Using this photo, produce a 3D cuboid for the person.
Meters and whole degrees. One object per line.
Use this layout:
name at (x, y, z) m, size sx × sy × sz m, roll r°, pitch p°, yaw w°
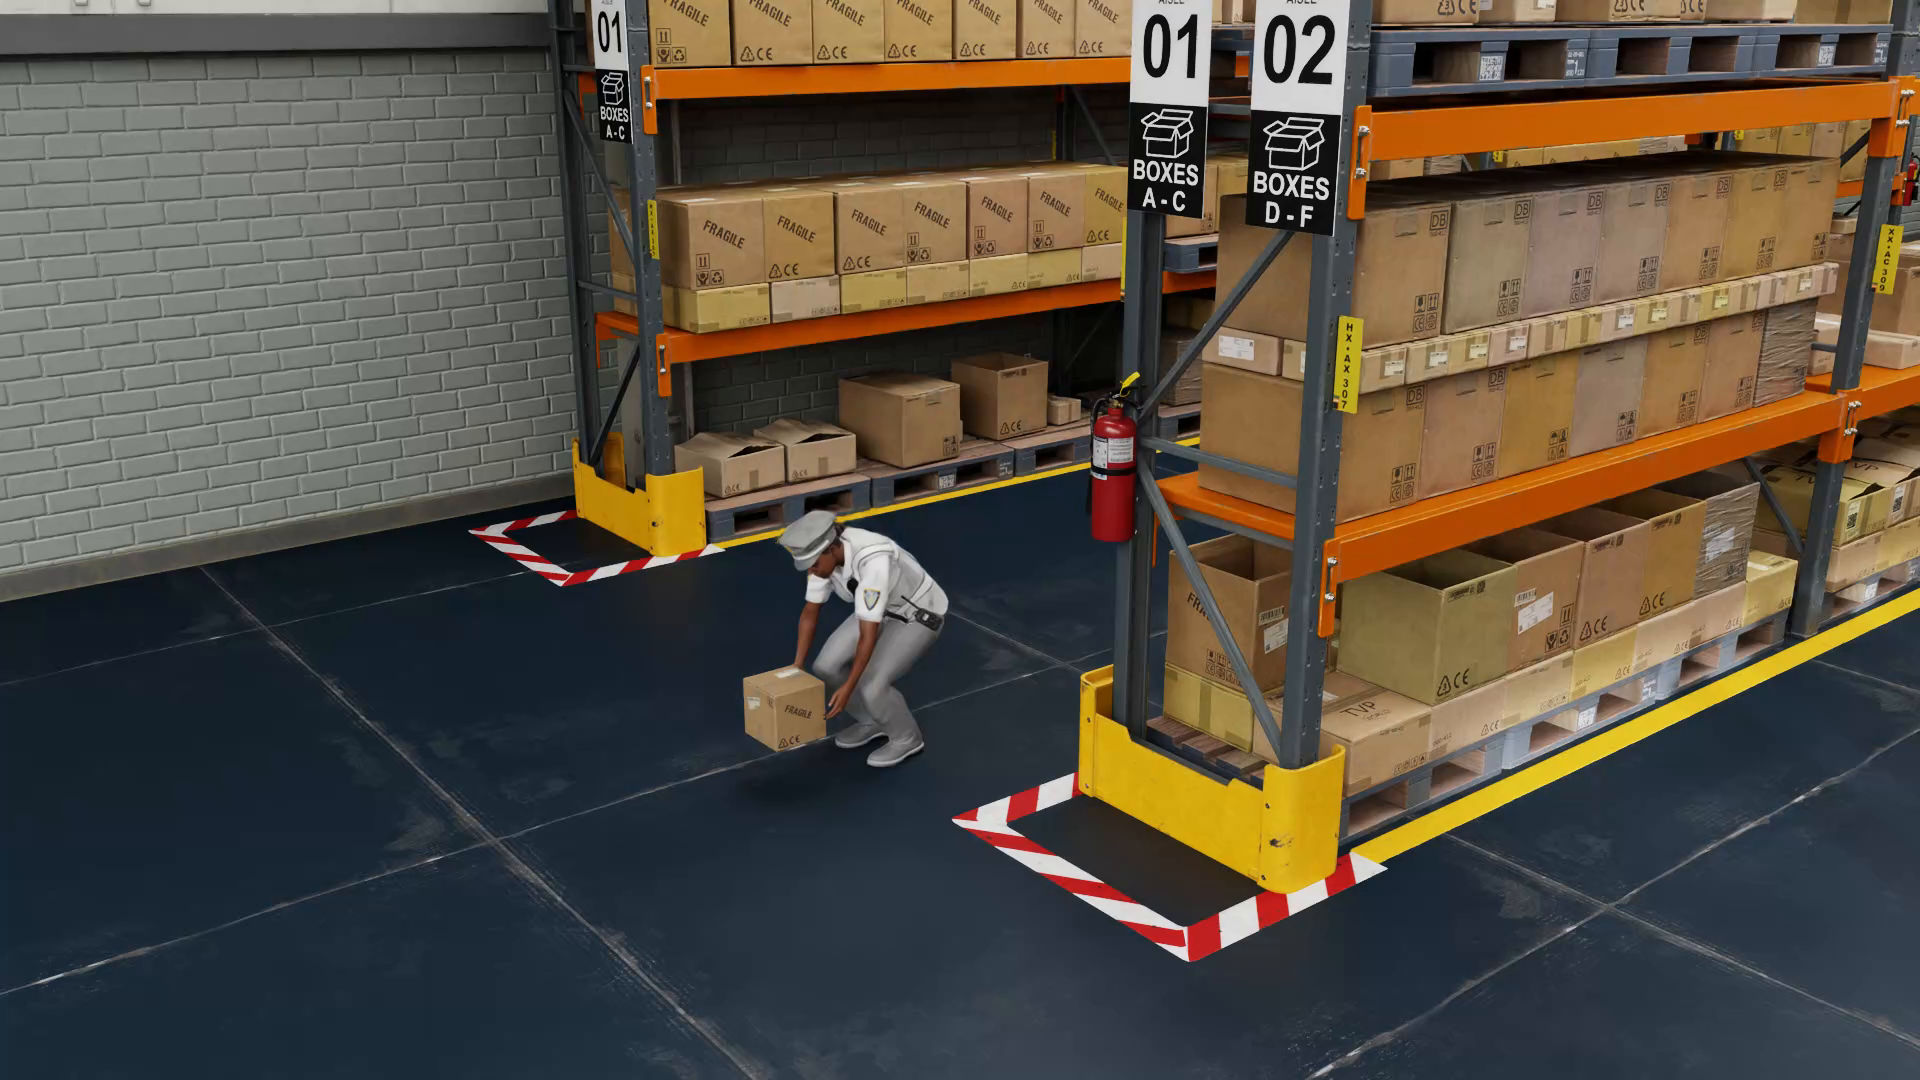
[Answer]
person at (-0.408, 0.403, 7.132) m, size 0.805 × 1.160 × 0.500 m, roll -14°, pitch 22°, yaw -36°
